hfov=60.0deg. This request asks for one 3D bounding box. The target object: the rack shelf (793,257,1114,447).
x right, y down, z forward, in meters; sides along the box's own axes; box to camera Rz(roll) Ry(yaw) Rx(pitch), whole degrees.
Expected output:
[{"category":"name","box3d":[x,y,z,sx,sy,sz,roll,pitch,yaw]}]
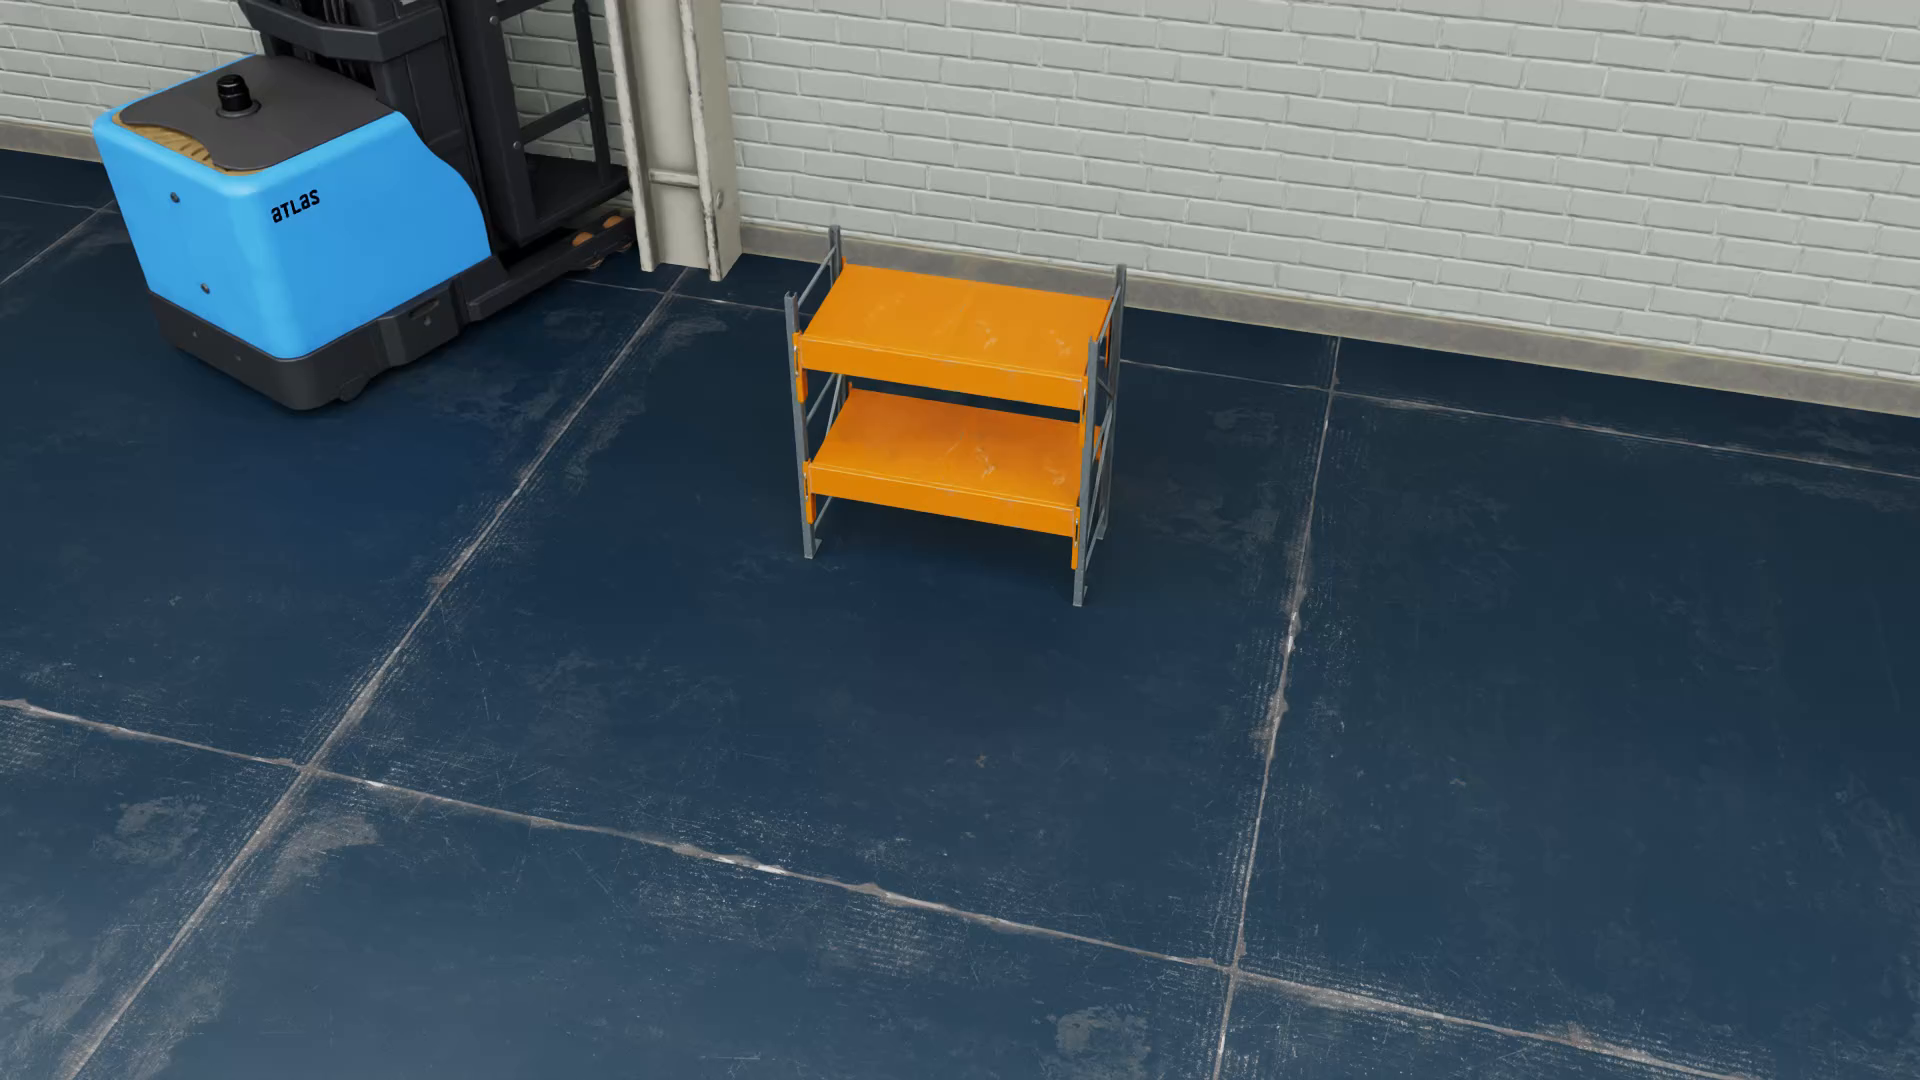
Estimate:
[{"category":"rack shelf","box3d":[-0.007,-0.656,5.701,1.000,0.278,0.538,10,41,11]}]

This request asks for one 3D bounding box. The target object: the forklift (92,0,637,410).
[{"category":"forklift","box3d":[-2.183,-2.552,7.010,1.130,2.935,3.031,25,46,27]}]

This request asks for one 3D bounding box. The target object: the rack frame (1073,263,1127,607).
[{"category":"rack frame","box3d":[0.485,-0.347,5.789,0.032,1.125,0.500,10,41,11]}]

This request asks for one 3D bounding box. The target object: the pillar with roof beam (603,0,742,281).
[{"category":"pillar with roof beam","box3d":[-2.368,-2.091,1.743,0.400,9.000,9.100,10,41,11]}]

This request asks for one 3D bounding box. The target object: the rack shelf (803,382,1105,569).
[{"category":"rack shelf","box3d":[-0.007,-0.245,6.047,1.000,0.278,0.538,10,41,11]}]

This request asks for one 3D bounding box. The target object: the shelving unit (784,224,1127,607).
[{"category":"shelving unit","box3d":[-0.007,-0.432,5.890,1.048,1.125,0.538,10,41,11]}]

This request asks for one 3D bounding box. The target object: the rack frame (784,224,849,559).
[{"category":"rack frame","box3d":[-0.498,-0.516,5.990,0.032,1.125,0.500,10,41,11]}]
